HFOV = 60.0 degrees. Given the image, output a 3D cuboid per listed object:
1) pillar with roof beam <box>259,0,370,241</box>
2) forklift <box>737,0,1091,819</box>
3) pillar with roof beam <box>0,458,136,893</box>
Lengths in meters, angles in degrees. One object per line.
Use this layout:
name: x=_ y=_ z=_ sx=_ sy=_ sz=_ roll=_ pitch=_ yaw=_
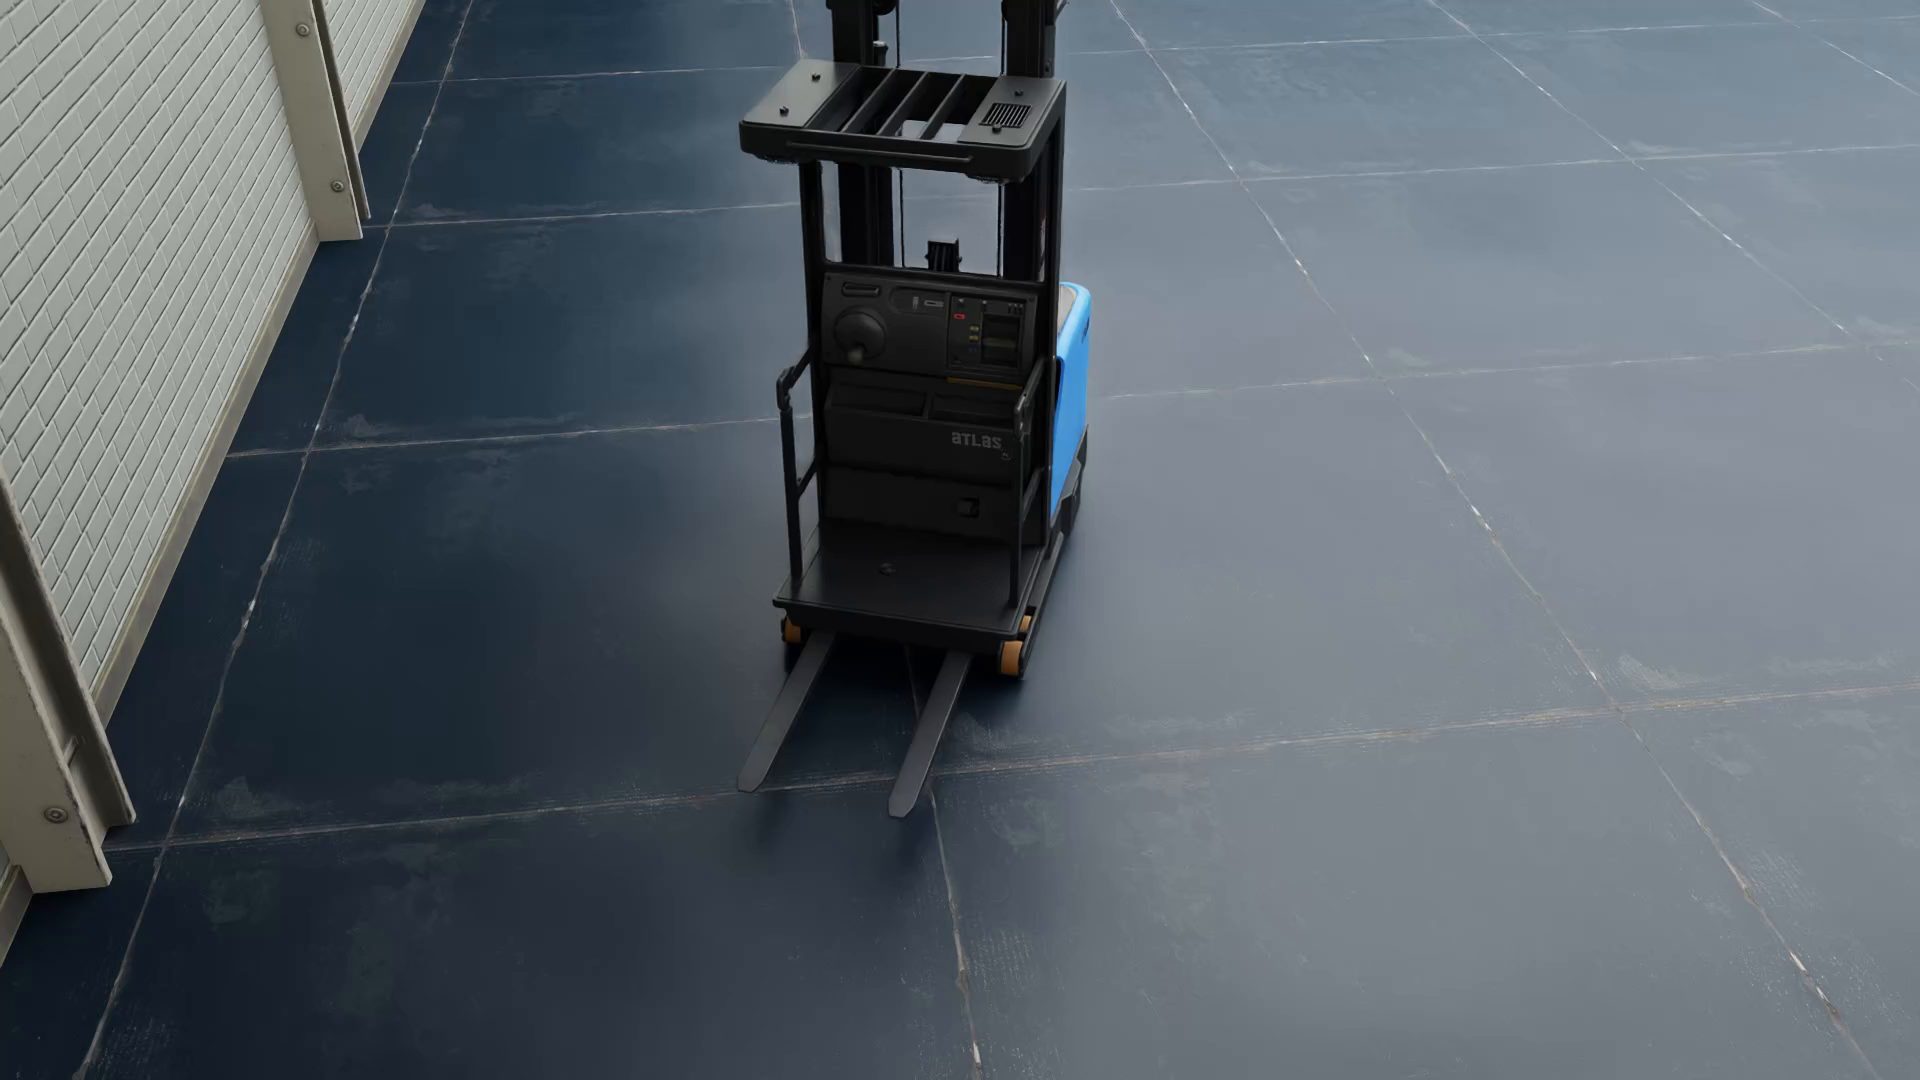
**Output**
pillar with roof beam: x=0.044 y=-6.176 z=9.322 sx=9.100 sy=9.000 sz=0.400 roll=-4 pitch=35 yaw=-6
forklift: x=-0.183 y=-0.844 z=6.886 sx=1.130 sy=2.935 sz=3.031 roll=8 pitch=35 yaw=11
pillar with roof beam: x=0.851 y=-2.828 z=4.409 sx=9.100 sy=9.000 sz=0.400 roll=-4 pitch=35 yaw=-6
